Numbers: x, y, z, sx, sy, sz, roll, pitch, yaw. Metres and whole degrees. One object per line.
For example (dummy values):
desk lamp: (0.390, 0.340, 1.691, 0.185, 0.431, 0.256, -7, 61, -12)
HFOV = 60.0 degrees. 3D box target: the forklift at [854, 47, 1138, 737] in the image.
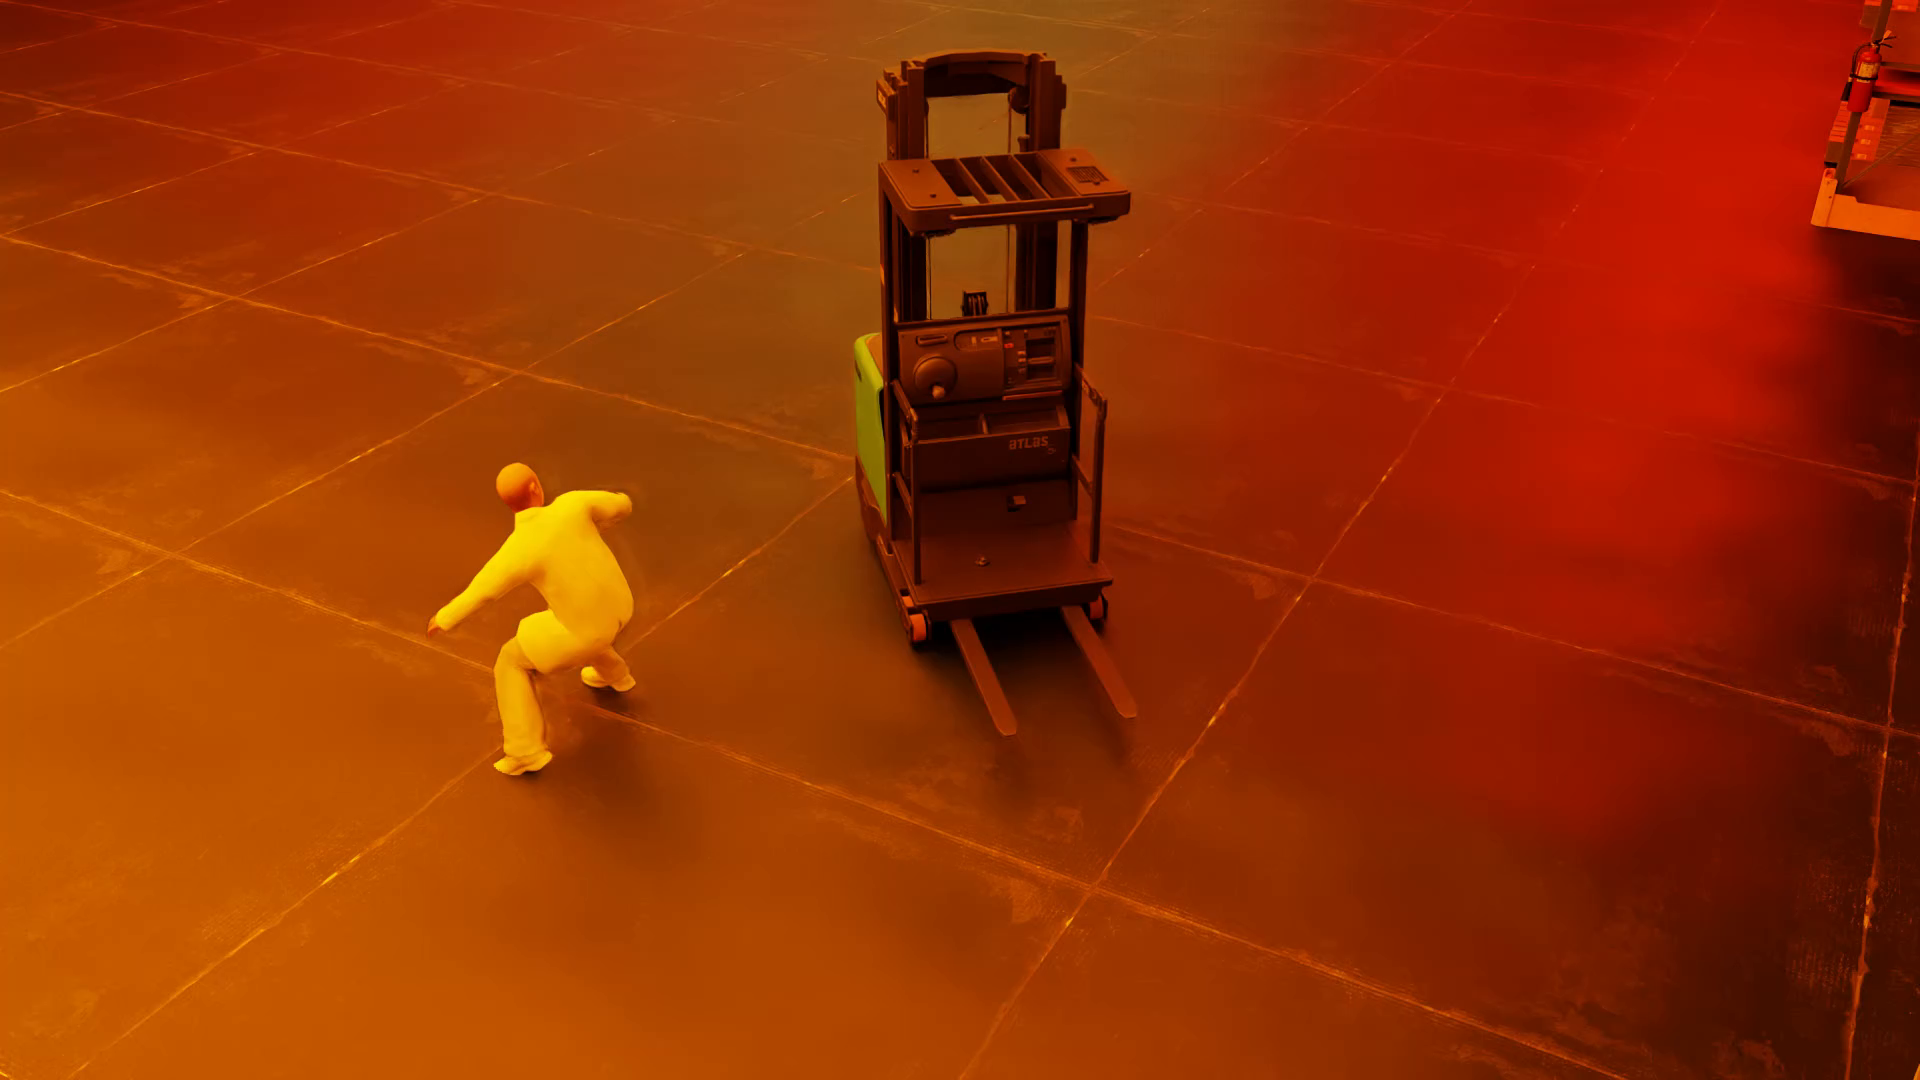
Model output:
forklift: (0.187, -0.915, 8.656, 1.130, 2.935, 3.031, -7, 31, -12)

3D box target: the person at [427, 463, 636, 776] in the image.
person: (-2.018, 0.311, 8.028, 0.861, 1.542, 0.879, 18, 34, 28)
